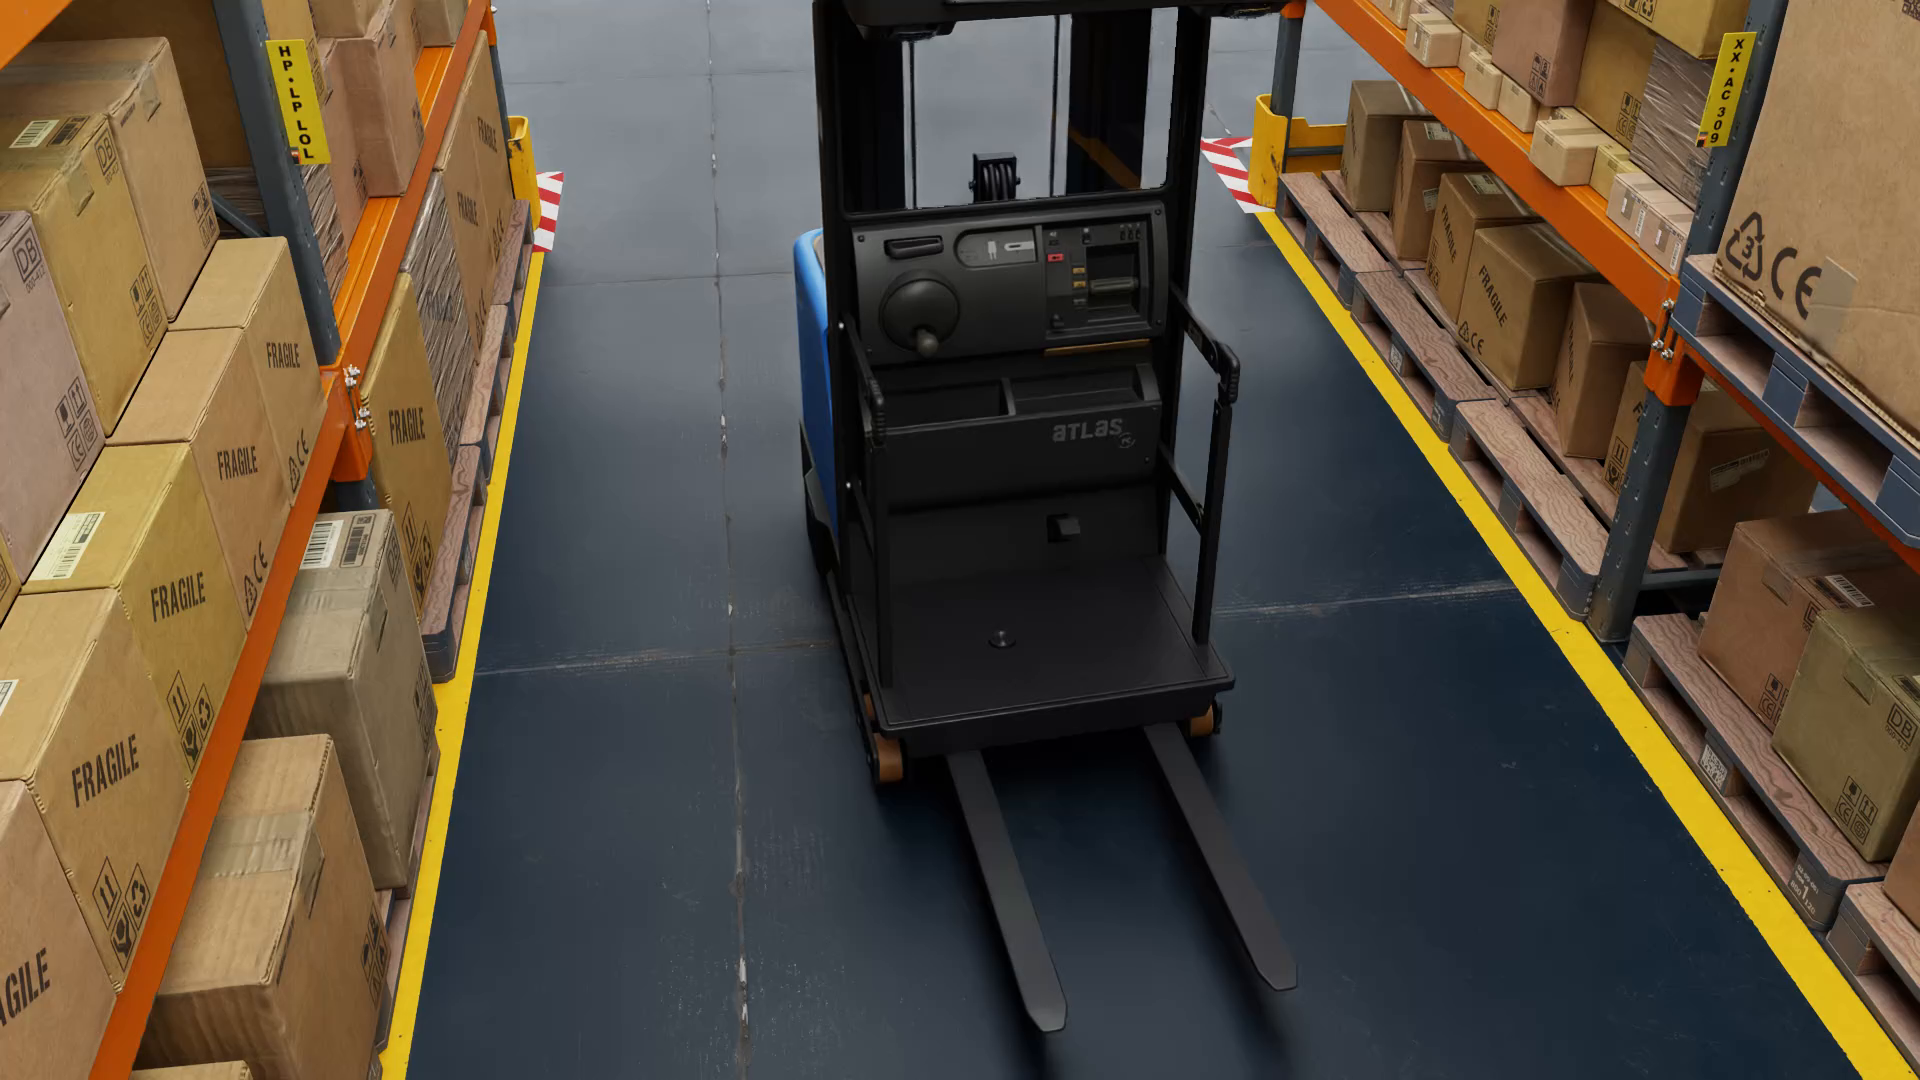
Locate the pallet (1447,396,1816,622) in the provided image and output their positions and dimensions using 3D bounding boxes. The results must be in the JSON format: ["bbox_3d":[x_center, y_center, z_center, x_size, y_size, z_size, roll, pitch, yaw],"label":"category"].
[{"bbox_3d":[2.564,-0.169,6.311,1.003,0.211,1.213,-4,35,-6],"label":"pallet"}]

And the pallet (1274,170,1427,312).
[{"bbox_3d":[2.236,-1.531,8.309,1.003,0.211,1.213,-4,35,-6],"label":"pallet"}]

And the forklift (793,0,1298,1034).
[{"bbox_3d":[0.203,-0.691,4.661,1.130,2.935,3.031,-7,35,-10],"label":"forklift"}]

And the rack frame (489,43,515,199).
[{"bbox_3d":[-2.777,-2.862,7.786,1.000,3.000,0.127,-4,35,-6],"label":"rack frame"}]

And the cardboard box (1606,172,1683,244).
[{"bbox_3d":[2.345,-1.083,5.399,0.380,0.149,0.250,-4,35,-6],"label":"cardboard box"}]

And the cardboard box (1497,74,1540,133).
[{"bbox_3d":[2.250,-1.644,6.223,0.380,0.149,0.250,-4,35,-6],"label":"cardboard box"}]

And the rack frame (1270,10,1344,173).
[{"bbox_3d":[2.151,-3.181,8.255,1.000,3.000,0.127,-4,35,-6],"label":"rack frame"}]

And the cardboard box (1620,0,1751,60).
[{"bbox_3d":[2.356,-1.757,4.924,0.500,0.500,0.500,-4,35,-6],"label":"cardboard box"}]

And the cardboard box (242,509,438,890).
[{"bbox_3d":[-2.067,0.466,4.528,1.050,0.750,0.750,-5,35,-7],"label":"cardboard box"}]

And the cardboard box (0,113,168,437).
[{"bbox_3d":[-2.096,-0.521,3.374,0.700,0.500,0.500,-5,35,-7],"label":"cardboard box"}]

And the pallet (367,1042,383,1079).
[{"bbox_3d":[-1.894,1.629,3.671,1.003,0.211,1.213,-4,35,-6],"label":"pallet"}]

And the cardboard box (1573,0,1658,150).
[{"bbox_3d":[2.658,-1.651,5.656,0.875,0.500,0.500,-4,35,-6],"label":"cardboard box"}]

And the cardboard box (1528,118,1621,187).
[{"bbox_3d":[2.227,-1.358,5.803,0.380,0.149,0.250,-4,35,-6],"label":"cardboard box"}]

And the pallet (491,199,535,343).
[{"bbox_3d":[-2.592,-1.269,7.925,1.003,0.211,1.213,-4,35,-6],"label":"pallet"}]

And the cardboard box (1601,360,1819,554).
[{"bbox_3d":[2.675,-0.316,5.897,0.500,0.500,0.500,-5,35,-8],"label":"cardboard box"}]

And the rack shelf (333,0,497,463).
[{"bbox_3d":[-2.508,-1.449,6.351,1.077,0.370,4.000,-4,35,-6],"label":"rack shelf"}]

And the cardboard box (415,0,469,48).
[{"bbox_3d":[-2.587,-2.415,6.997,0.875,0.550,0.550,-4,35,-6],"label":"cardboard box"}]

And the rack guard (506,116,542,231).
[{"bbox_3d":[-2.781,-1.843,8.510,1.175,0.500,0.348,-4,35,-6],"label":"rack guard"}]

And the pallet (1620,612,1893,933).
[{"bbox_3d":[2.795,0.637,5.127,1.003,0.211,1.213,-4,35,-6],"label":"pallet"}]

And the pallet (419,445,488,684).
[{"bbox_3d":[-2.264,0.092,5.927,1.003,0.211,1.213,-4,35,-6],"label":"pallet"}]

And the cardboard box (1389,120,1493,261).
[{"bbox_3d":[2.333,-1.641,7.842,0.500,0.500,0.500,4,35,6],"label":"cardboard box"}]

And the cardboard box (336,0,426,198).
[{"bbox_3d":[-2.353,-1.512,5.672,0.875,0.550,0.550,-4,35,-6],"label":"cardboard box"}]

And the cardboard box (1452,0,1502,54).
[{"bbox_3d":[2.464,-2.204,6.468,0.875,0.500,0.500,-4,35,-6],"label":"cardboard box"}]

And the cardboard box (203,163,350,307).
[{"bbox_3d":[-2.301,-0.897,4.769,0.875,0.550,0.550,-4,35,-6],"label":"cardboard box"}]

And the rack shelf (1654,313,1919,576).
[{"bbox_3d":[2.958,0.464,3.544,1.077,0.370,4.000,-4,35,-6],"label":"rack shelf"}]

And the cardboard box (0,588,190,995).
[{"bbox_3d":[-1.698,0.447,2.842,0.500,0.500,0.500,-5,35,-7],"label":"cardboard box"}]

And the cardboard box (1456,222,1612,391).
[{"bbox_3d":[2.429,-0.976,6.865,0.500,0.500,0.500,-7,35,-11],"label":"cardboard box"}]

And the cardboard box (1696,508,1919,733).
[{"bbox_3d":[2.750,0.246,5.054,0.700,0.500,0.500,-7,35,-10],"label":"cardboard box"}]

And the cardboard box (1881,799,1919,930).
[{"bbox_3d":[2.872,0.826,4.203,0.700,0.500,0.500,-7,35,-10],"label":"cardboard box"}]

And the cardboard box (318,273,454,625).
[{"bbox_3d":[-2.255,-0.282,5.514,0.875,0.875,0.875,-4,34,-6],"label":"cardboard box"}]

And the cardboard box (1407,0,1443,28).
[{"bbox_3d":[2.128,-2.203,7.043,0.380,0.149,0.250,-4,35,-6],"label":"cardboard box"}]

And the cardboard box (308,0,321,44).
[{"bbox_3d":[-2.444,-1.645,4.908,0.875,0.550,0.550,-4,35,-6],"label":"cardboard box"}]

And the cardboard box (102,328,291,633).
[{"bbox_3d":[-1.836,-0.118,3.671,0.500,0.500,0.500,-5,35,-7],"label":"cardboard box"}]

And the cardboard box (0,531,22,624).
[{"bbox_3d":[-1.961,0.043,2.547,0.700,0.500,0.500,-5,35,-7],"label":"cardboard box"}]

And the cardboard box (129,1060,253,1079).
[{"bbox_3d":[-1.815,1.524,2.975,1.050,0.750,0.750,-4,34,-6],"label":"cardboard box"}]

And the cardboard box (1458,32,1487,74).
[{"bbox_3d":[2.224,-1.927,6.637,0.380,0.149,0.250,-4,35,-6],"label":"cardboard box"}]

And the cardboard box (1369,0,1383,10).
[{"bbox_3d":[2.041,-2.481,7.450,0.380,0.149,0.250,-4,35,-6],"label":"cardboard box"}]

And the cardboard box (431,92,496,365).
[{"bbox_3d":[-2.500,-1.293,6.998,0.875,0.875,0.875,-5,35,-7],"label":"cardboard box"}]

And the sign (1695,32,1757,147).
[{"bbox_3d":[2.153,-1.262,4.669,0.100,0.325,0.005,-4,35,-6],"label":"sign"}]
